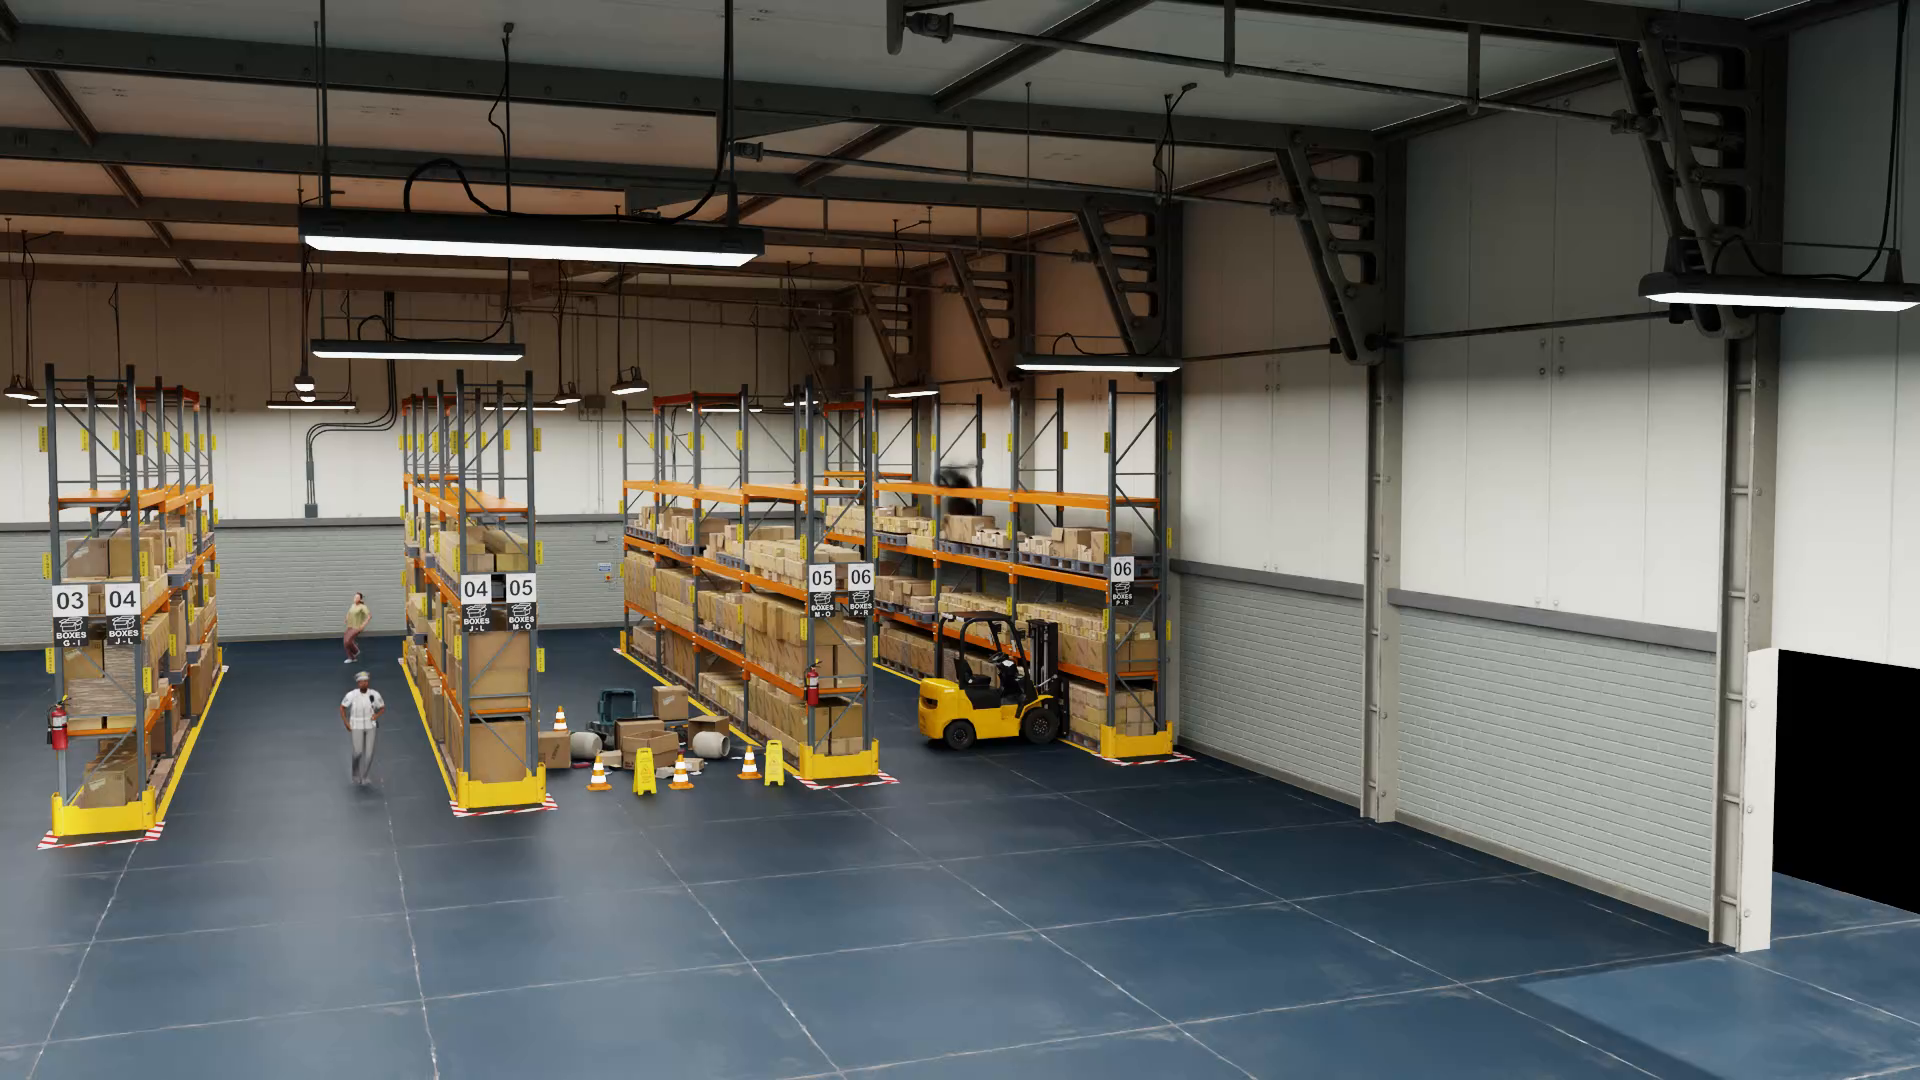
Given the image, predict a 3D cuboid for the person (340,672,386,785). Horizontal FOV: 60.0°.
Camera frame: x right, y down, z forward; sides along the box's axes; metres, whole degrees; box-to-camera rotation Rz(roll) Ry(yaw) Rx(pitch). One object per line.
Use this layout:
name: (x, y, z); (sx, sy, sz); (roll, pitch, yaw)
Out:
person: (-8.659, 2.744, 24.177); (0.628, 1.665, 0.526); (-2, 4, -26)

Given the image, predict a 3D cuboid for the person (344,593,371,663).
person: (-13.763, 1.996, 37.750); (0.627, 1.602, 0.498); (1, 4, 22)
